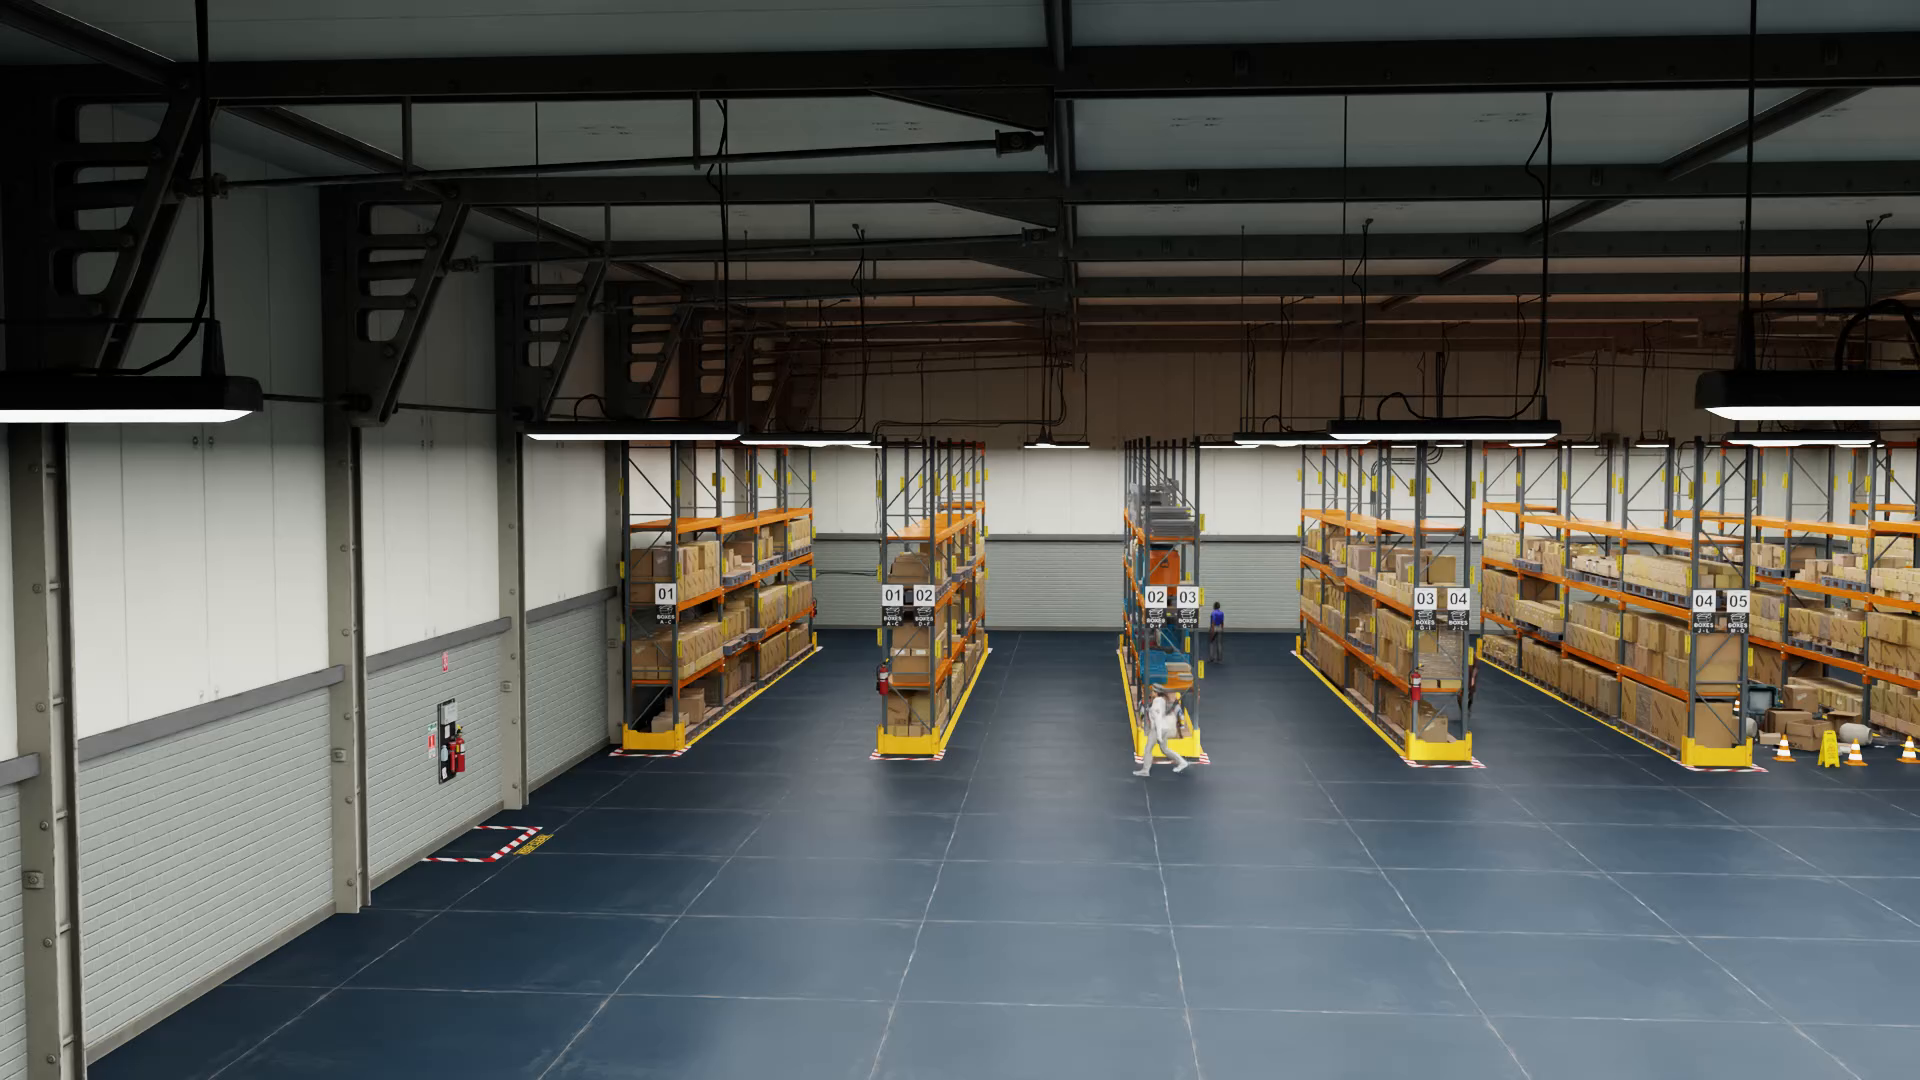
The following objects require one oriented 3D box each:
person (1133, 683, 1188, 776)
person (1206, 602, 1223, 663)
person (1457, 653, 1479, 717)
[{"bbox_3d":[3.528,3.326,29.170,0.970,1.642,0.483,0,3,6],"label":"person"},{"bbox_3d":[6.937,2.520,44.936,0.457,1.697,0.552,-1,3,-12],"label":"person"},{"bbox_3d":[10.737,2.986,35.480,0.620,1.691,0.849,1,3,16],"label":"person"}]
